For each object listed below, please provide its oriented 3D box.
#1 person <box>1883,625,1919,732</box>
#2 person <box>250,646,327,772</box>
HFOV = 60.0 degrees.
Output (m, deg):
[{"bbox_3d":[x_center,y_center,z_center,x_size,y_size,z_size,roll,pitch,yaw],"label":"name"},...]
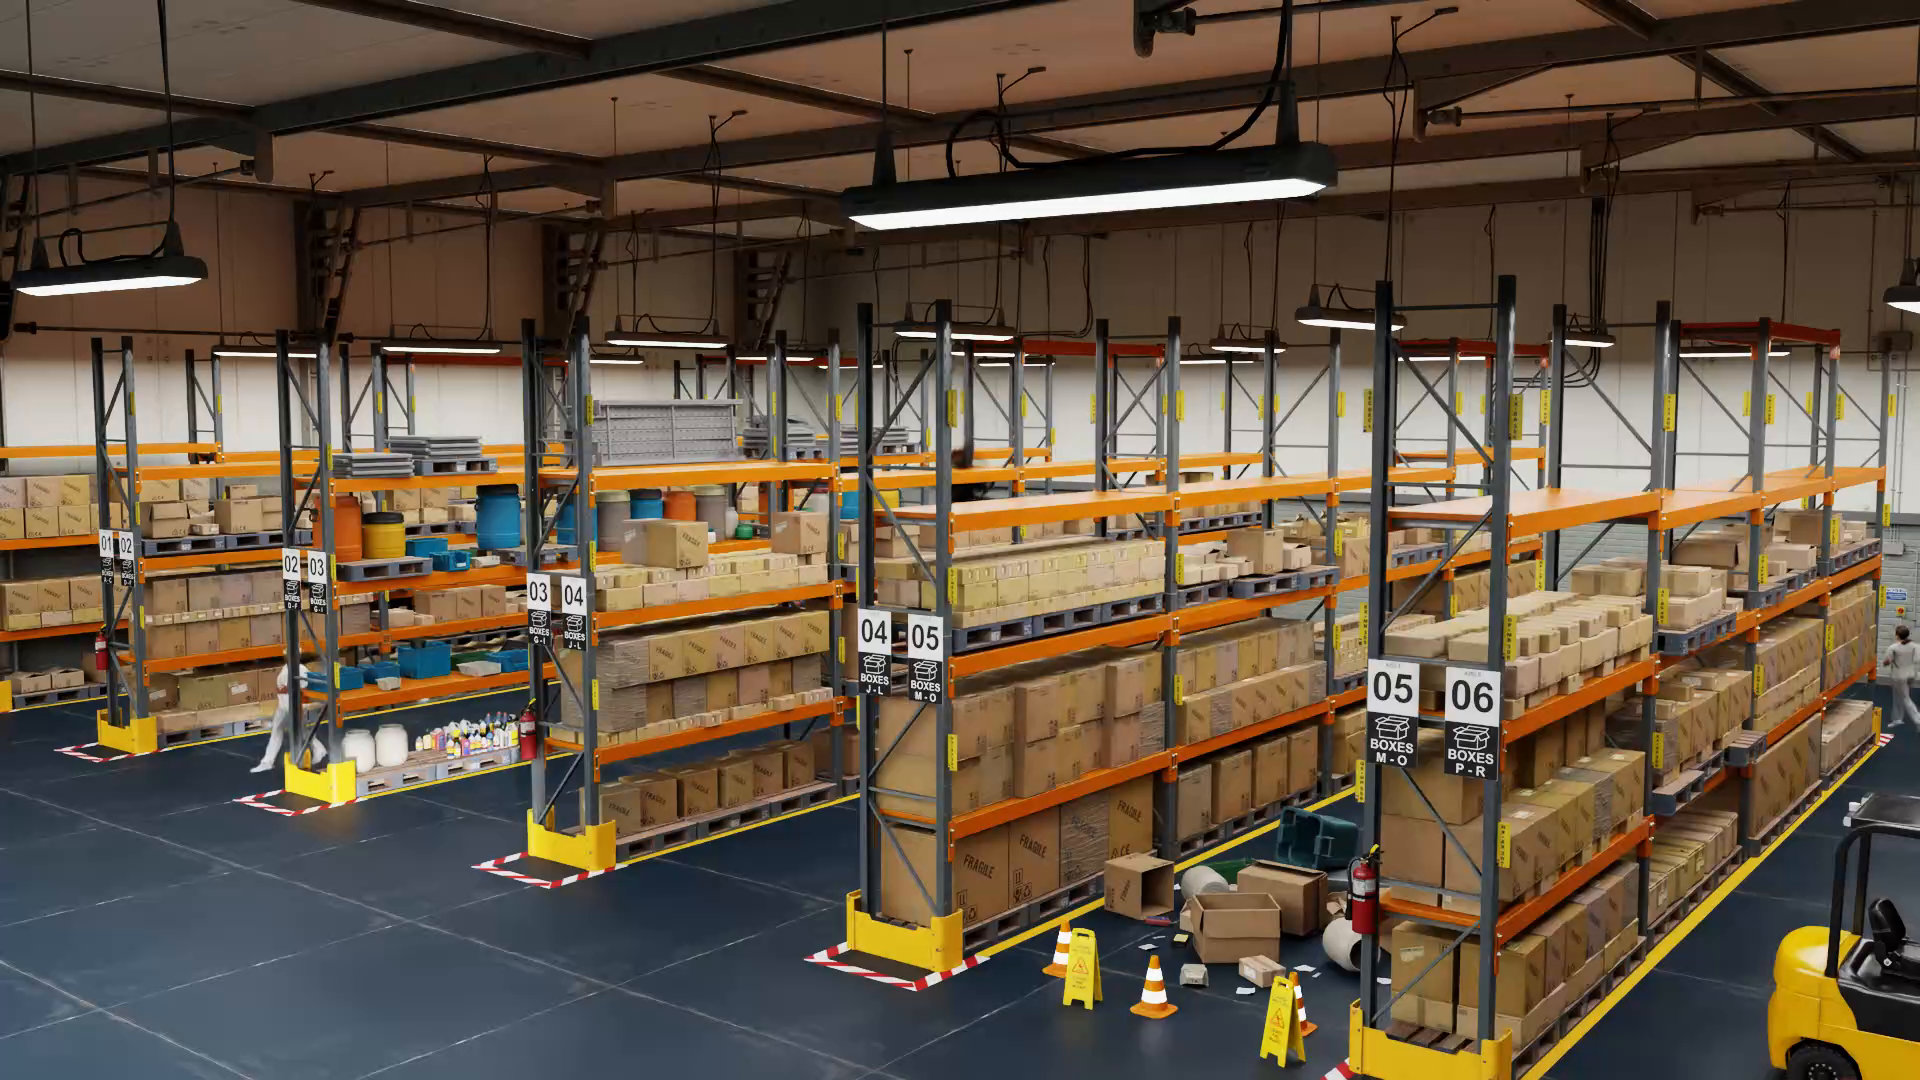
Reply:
[{"bbox_3d":[14.362,2.118,25.395,0.574,1.664,0.856,-1,5,-7],"label":"person"},{"bbox_3d":[-9.083,2.275,22.622,0.713,1.741,1.050,3,6,34],"label":"person"}]
